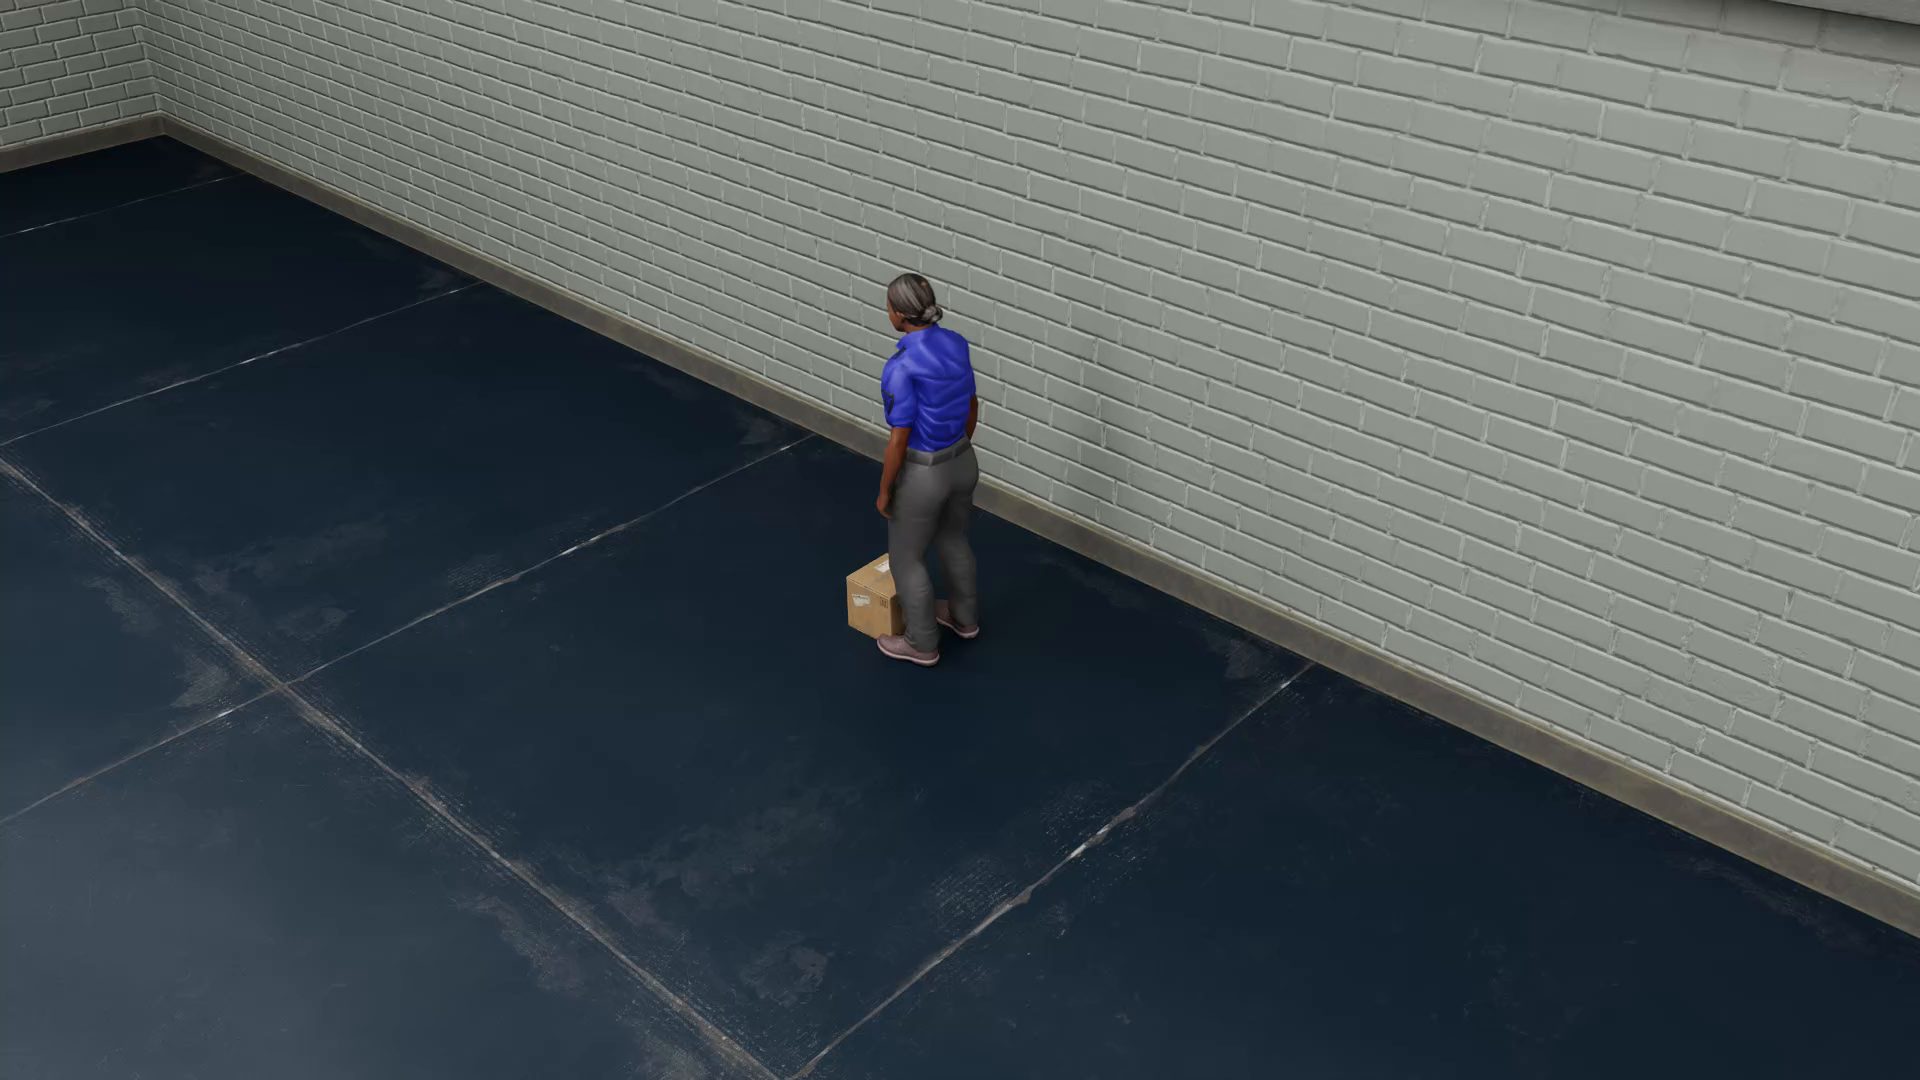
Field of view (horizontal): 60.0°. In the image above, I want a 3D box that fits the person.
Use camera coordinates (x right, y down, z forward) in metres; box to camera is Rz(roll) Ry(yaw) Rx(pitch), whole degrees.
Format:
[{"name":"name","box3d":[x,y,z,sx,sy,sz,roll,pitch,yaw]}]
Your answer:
[{"name":"person","box3d":[-0.123,-0.269,6.577,0.347,1.655,0.506,26,40,35]}]
